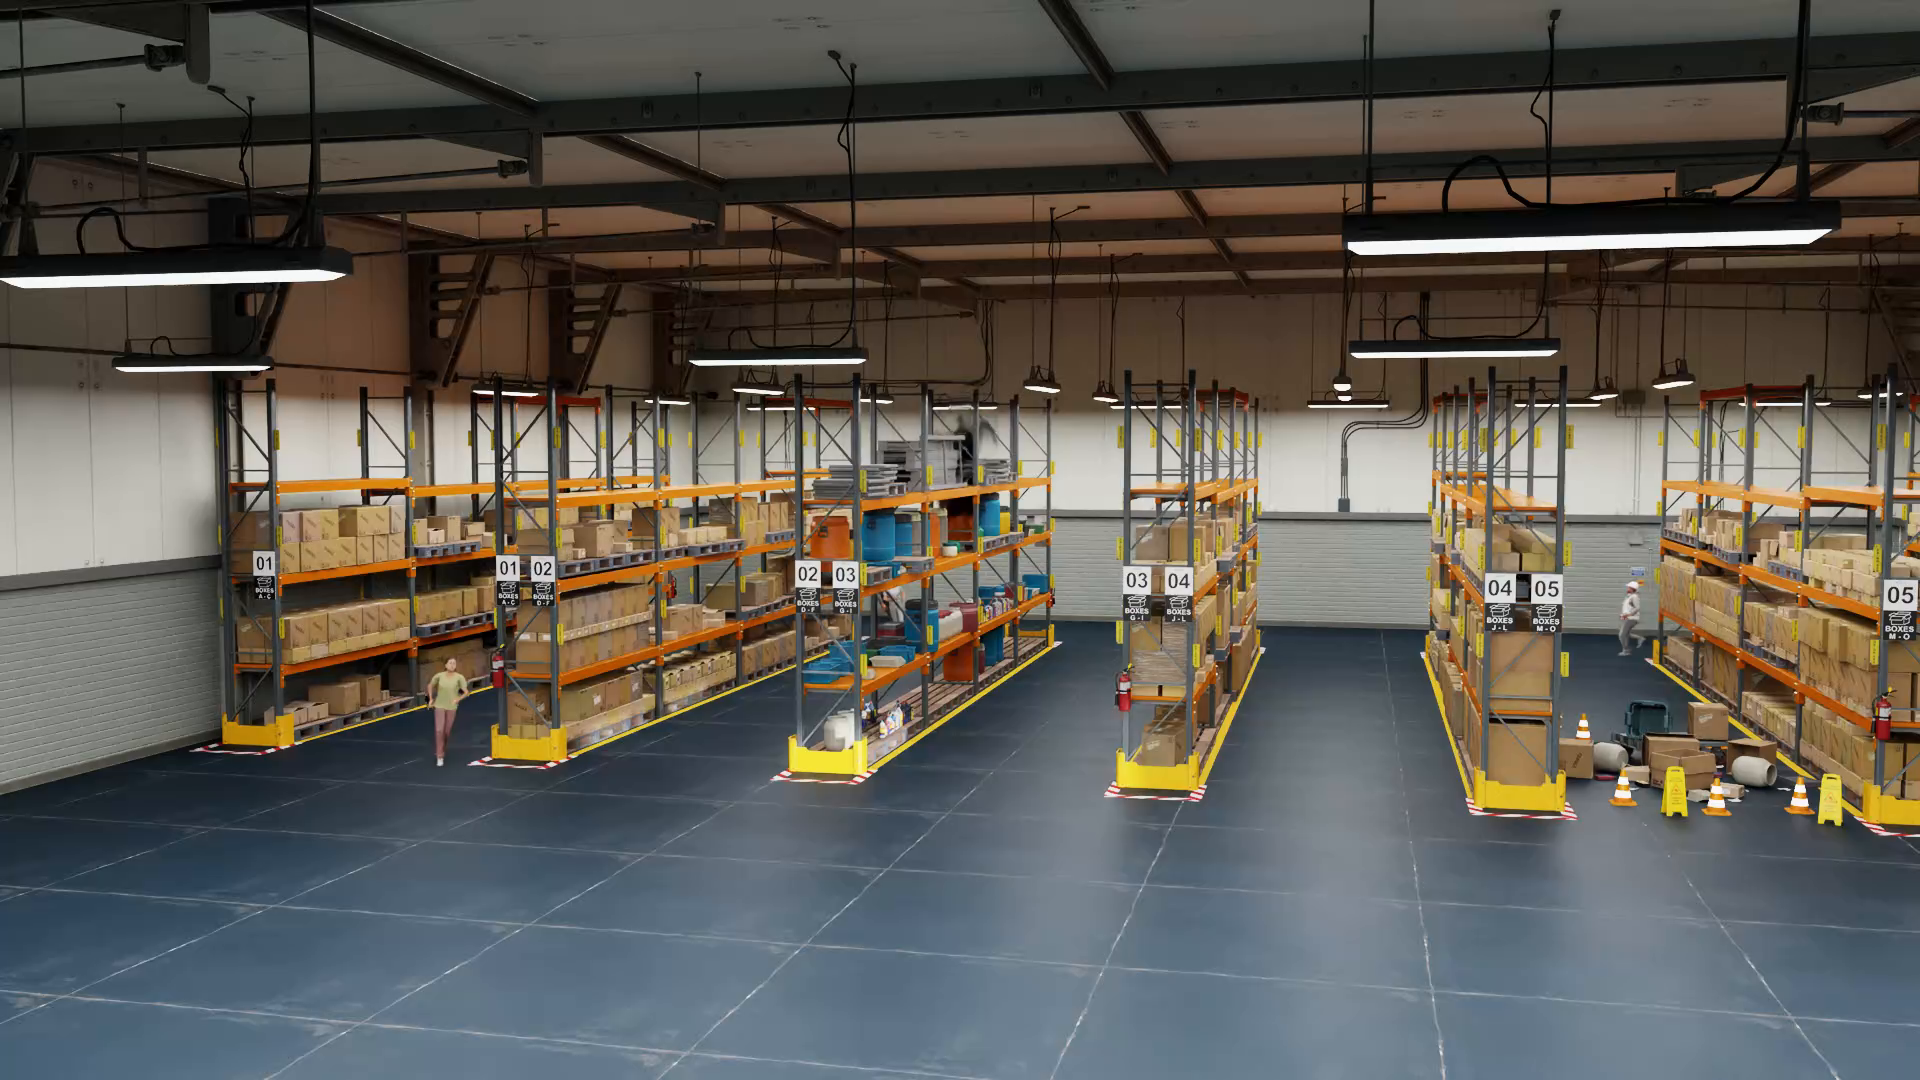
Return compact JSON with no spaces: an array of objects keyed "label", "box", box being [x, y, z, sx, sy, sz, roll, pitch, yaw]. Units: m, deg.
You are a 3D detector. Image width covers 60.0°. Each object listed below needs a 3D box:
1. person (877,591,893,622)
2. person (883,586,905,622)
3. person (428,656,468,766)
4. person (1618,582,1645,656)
[{"label":"person","box":[-1.796,1.670,42.215,0.547,1.635,0.730,3,5,40]},{"label":"person","box":[-1.620,1.698,41.029,0.569,1.643,0.953,-1,3,-10]},{"label":"person","box":[-7.971,2.641,25.917,0.603,1.653,0.790,-1,4,-17]},{"label":"person","box":[15.630,1.832,38.651,0.622,1.734,0.666,1,3,9]}]
